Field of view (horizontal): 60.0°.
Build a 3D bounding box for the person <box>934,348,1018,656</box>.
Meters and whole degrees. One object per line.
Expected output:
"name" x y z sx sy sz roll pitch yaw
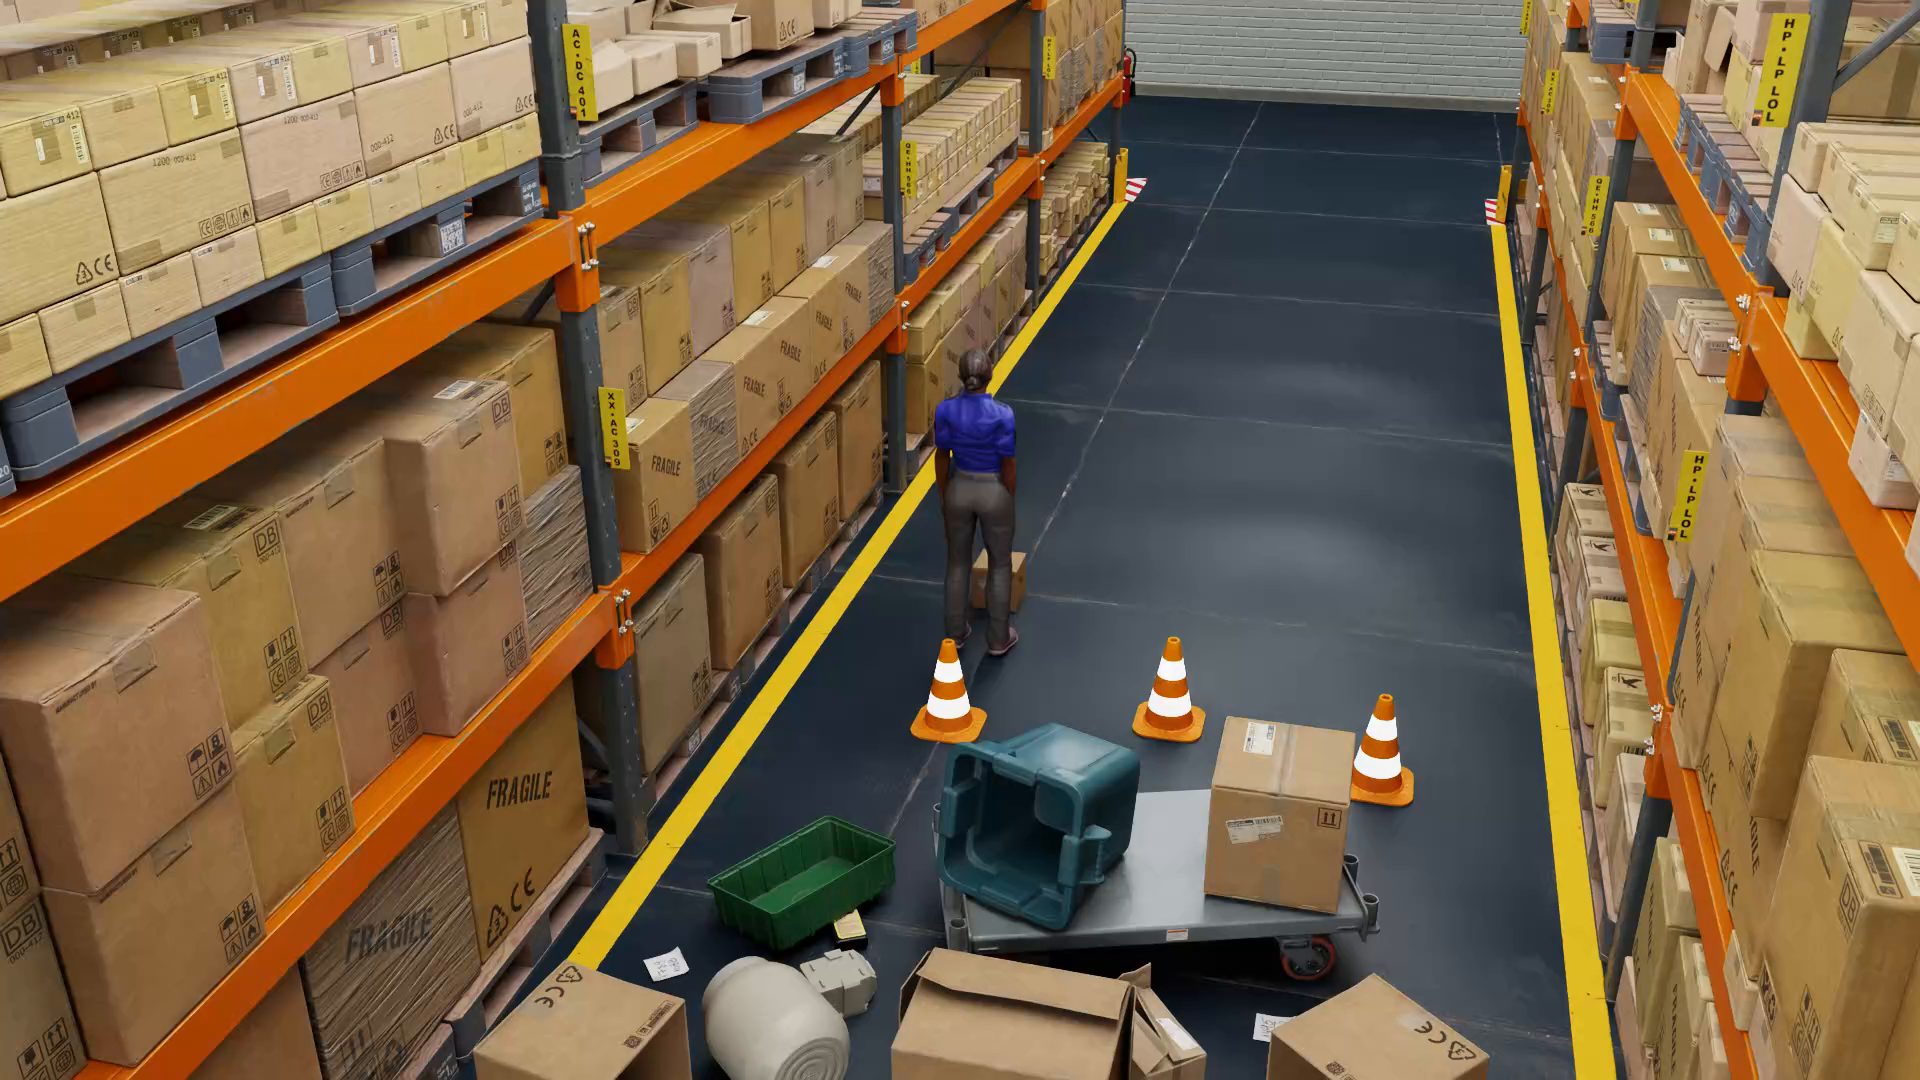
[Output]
"person" 0.082 -0.198 8.539 0.436 1.660 0.301 7 26 14
